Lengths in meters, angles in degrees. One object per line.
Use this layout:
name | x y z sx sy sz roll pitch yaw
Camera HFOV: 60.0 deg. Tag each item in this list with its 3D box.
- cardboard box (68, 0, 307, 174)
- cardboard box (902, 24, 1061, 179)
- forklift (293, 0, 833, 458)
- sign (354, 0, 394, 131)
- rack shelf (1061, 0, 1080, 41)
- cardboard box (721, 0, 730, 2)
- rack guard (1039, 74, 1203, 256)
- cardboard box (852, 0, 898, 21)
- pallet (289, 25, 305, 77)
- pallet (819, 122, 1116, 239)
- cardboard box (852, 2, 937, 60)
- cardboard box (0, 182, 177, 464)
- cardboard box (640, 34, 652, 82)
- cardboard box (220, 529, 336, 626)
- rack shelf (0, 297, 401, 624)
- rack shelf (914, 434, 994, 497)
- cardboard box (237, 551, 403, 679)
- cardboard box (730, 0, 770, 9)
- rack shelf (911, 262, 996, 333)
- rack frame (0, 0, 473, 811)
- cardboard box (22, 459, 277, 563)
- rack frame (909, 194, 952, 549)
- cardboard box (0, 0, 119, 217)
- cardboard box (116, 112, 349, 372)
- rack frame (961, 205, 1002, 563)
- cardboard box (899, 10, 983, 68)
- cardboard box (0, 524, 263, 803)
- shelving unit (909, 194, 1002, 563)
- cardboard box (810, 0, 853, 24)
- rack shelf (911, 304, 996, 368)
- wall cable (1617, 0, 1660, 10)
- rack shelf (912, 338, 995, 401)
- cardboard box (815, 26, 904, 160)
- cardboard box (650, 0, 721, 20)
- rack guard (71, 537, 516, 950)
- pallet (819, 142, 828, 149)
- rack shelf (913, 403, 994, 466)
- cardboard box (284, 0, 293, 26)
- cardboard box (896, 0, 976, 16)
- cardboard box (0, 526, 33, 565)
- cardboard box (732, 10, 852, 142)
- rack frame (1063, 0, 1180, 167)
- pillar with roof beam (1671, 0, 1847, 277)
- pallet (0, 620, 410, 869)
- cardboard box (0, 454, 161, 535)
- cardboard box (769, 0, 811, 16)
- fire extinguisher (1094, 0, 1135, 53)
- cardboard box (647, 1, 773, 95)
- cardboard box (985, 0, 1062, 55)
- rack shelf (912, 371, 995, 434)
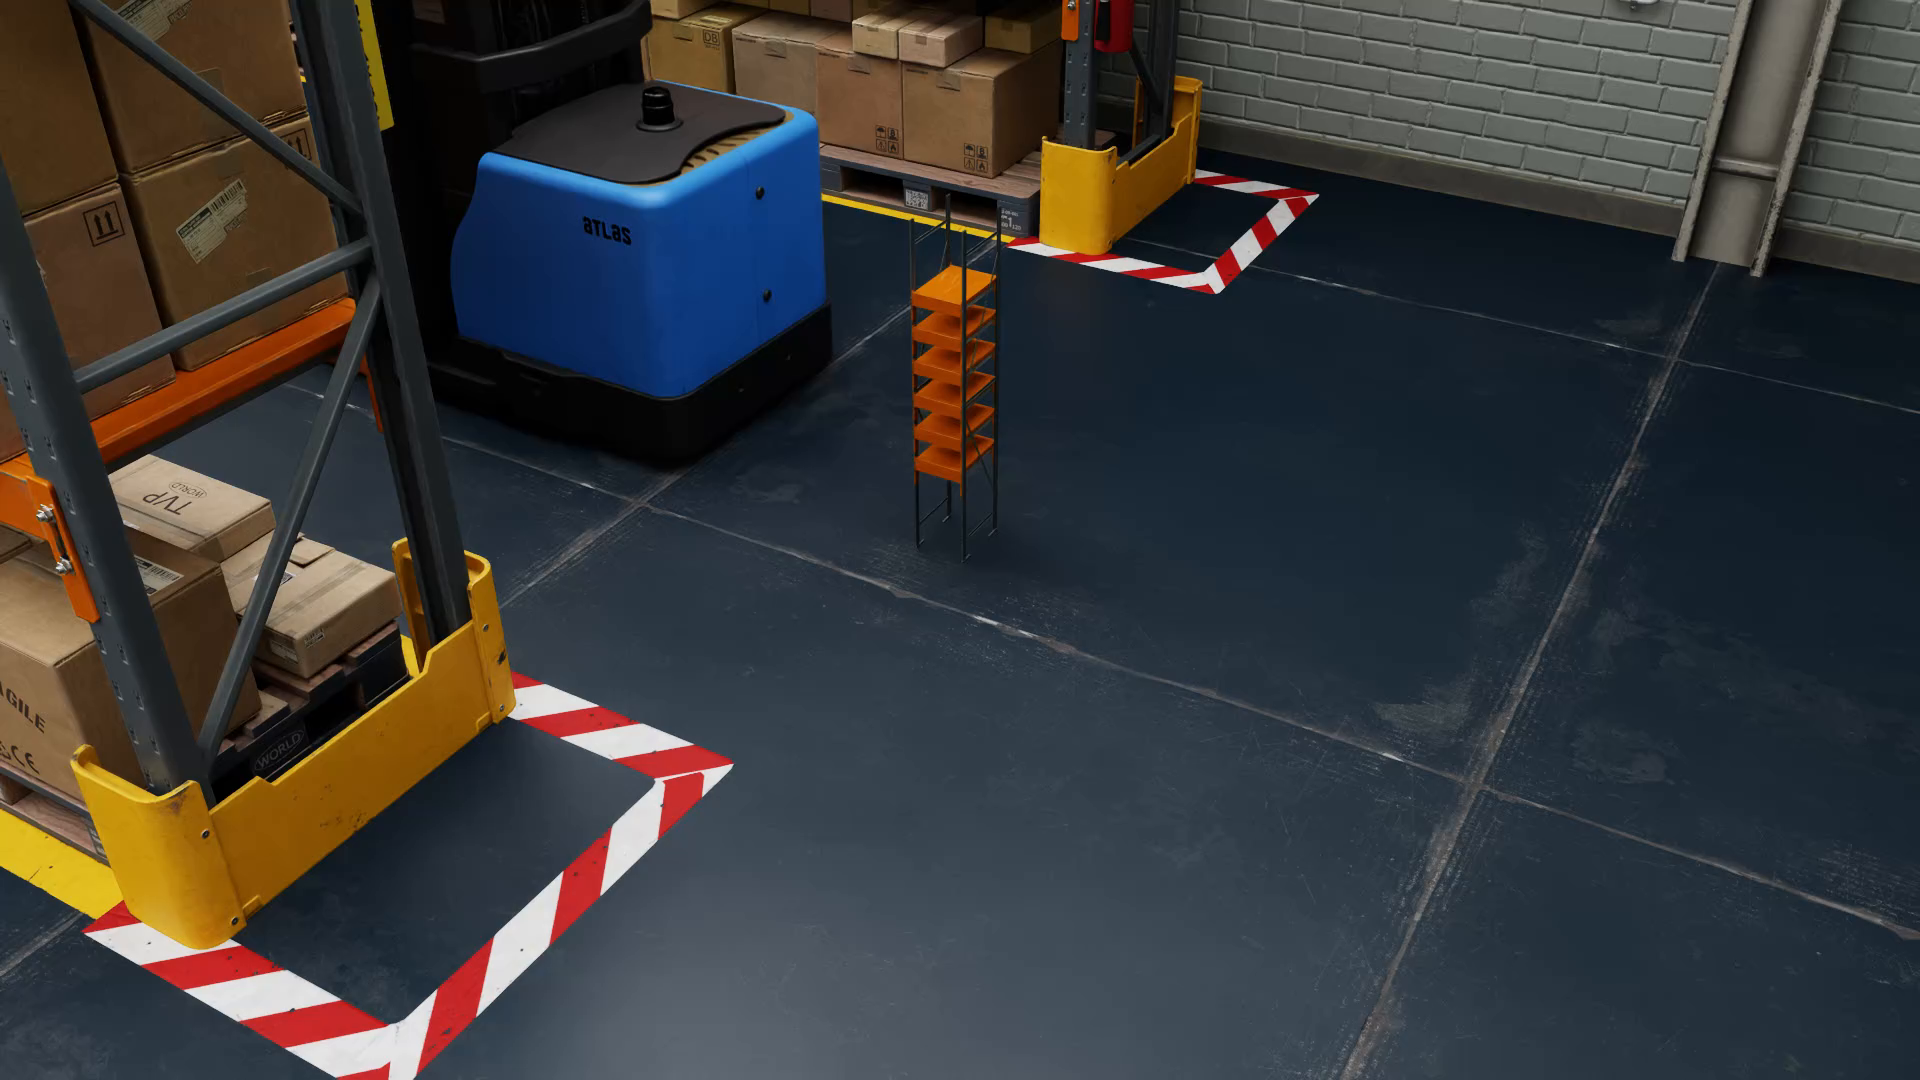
cardboard box | -1.940 -1.215 3.876 0.500 0.500 0.500 19 38 26
cardboard box | 0.112 -2.172 8.182 0.500 0.500 0.700 18 37 24
forklift | -2.046 -2.119 6.288 3.031 2.935 1.130 18 38 25
sign | -1.416 -1.130 3.959 0.005 0.325 0.100 18 37 24
rack shelf | -0.967 -3.144 8.414 4.000 0.370 1.077 18 37 24
cardboard box | -1.226 -2.992 8.828 0.250 0.149 0.380 18 38 25
rack guard | 0.790 -1.846 8.071 0.348 0.500 1.175 18 37 24
cardboard box | -0.337 -2.712 8.407 0.250 0.149 0.380 18 38 25
pallet | -3.411 -3.009 10.077 1.213 0.211 1.003 18 37 24
pallet | 0.036 -1.915 8.435 1.213 0.211 1.003 18 37 24
cardboard box | -0.312 -2.459 8.028 0.250 0.149 0.380 19 38 26
cardboard box | -2.209 -0.542 3.768 0.500 0.500 0.500 19 38 26
cardboard box | -1.671 -2.733 9.024 0.500 0.500 0.700 17 37 24
cardboard box | -2.095 0.139 4.995 0.250 0.166 0.380 18 37 24
rack shelf | -3.422 -0.759 4.832 4.000 0.370 1.077 18 37 24
rack shelf | -0.013 -0.267 5.581 0.180 0.103 0.258 18 37 24
cardboard box | -1.878 0.215 4.897 0.250 0.149 0.380 18 37 24
cardboard box | -1.001 -2.921 8.722 0.250 0.149 0.380 17 37 24
rack shelf | -0.013 -0.766 5.248 0.180 0.103 0.258 18 37 24
rack frame | -1.685 -0.508 3.807 0.127 3.000 1.000 18 37 24
cardboard box | -2.451 0.029 5.083 0.500 0.250 0.500 18 37 24
rack frame | -0.092 -0.529 5.461 0.006 1.200 0.240 18 37 24
cardboard box | -2.208 -0.956 3.487 0.500 0.500 0.500 17 37 24
cardboard box | -1.940 -0.799 4.153 0.500 0.500 0.500 18 38 25
rack frame | 0.067 -0.478 5.386 0.006 1.200 0.240 18 37 24
cardboard box | -0.090 -2.390 7.923 0.250 0.149 0.380 17 37 24
cardboard box | -2.280 0.318 4.425 0.500 0.500 0.500 18 37 24
shelving unit | -0.013 -0.503 5.423 0.189 1.200 0.258 18 37 24
cardboard box | -0.559 -2.781 8.512 0.250 0.149 0.380 18 38 25
rack shelf | -0.013 -0.666 5.315 0.180 0.103 0.258 18 37 24
wall cable | 2.350 -3.419 7.262 1.851 1.984 0.084 18 37 24
rack shelf | -0.013 -0.566 5.382 0.180 0.103 0.258 18 37 24
cardboard box | -0.322 -2.309 8.388 0.500 0.500 0.700 17 37 24
cardboard box | -1.445 -2.817 8.565 0.250 0.149 0.380 16 37 23
rack guard | -1.751 0.511 4.531 0.348 0.500 1.175 18 37 24
pallet | -1.019 -2.251 8.940 1.213 0.211 1.003 18 37 24
rack shelf | -0.013 -0.367 5.515 0.180 0.103 0.258 18 37 24
cardboard box | -4.106 -3.632 10.059 0.750 0.750 0.750 19 38 26
cardboard box | -0.120 -2.643 8.303 0.250 0.149 0.380 18 38 25
cardboard box | -3.089 0.146 4.908 0.500 0.250 0.500 18 37 24
cardboard box | -0.759 -2.447 8.595 0.500 0.500 0.700 16 37 23
rack frame | 0.769 -2.893 7.388 0.127 3.000 1.000 18 37 24
pillar with roof beam | 1.407 -2.992 2.125 0.400 9.000 9.100 18 37 24
pallet | -2.444 0.413 4.940 1.213 0.211 1.003 18 37 24
cardboard box | -2.885 -0.108 5.290 0.500 0.250 0.500 18 37 24
cardboard box | -0.782 -2.852 8.617 0.250 0.149 0.380 18 38 25
fire extinguisher | 0.671 -2.442 7.117 0.183 0.674 0.296 18 37 24
cardboard box | -1.226 -2.591 8.810 0.500 0.500 0.700 18 38 25
cardboard box | 0.320 -2.504 8.095 0.250 0.149 0.380 18 38 25
rack shelf | -0.013 -0.466 5.448 0.180 0.103 0.258 18 37 24
